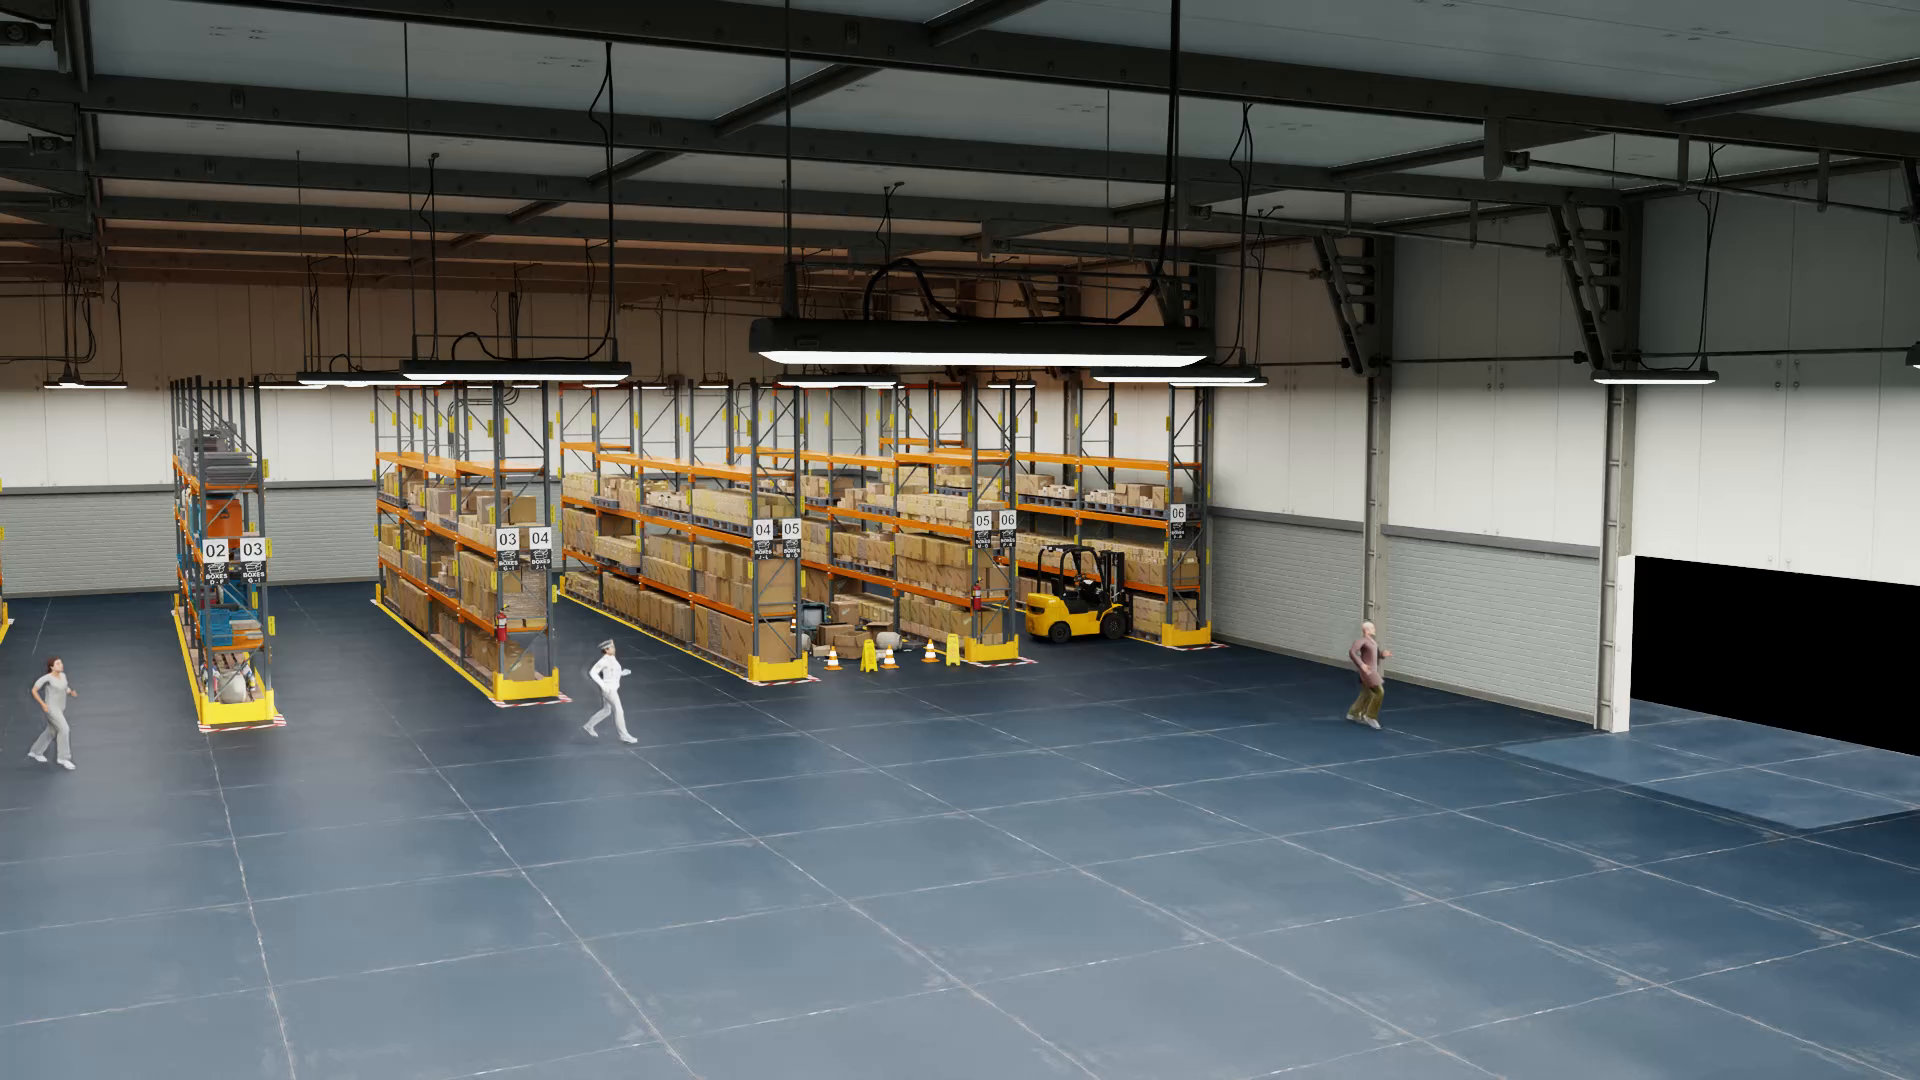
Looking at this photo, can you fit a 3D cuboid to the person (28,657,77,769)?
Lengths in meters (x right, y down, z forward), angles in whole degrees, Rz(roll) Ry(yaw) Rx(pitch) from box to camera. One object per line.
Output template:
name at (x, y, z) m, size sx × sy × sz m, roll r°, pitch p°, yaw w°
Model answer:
person at (-13.887, 2.628, 25.430) m, size 0.799 × 1.713 × 0.562 m, roll 0°, pitch 5°, yaw 3°

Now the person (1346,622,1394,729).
person at (7.014, 2.363, 28.443) m, size 0.753 × 1.747 × 0.685 m, roll 2°, pitch 6°, yaw 24°

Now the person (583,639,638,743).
person at (-5.714, 2.446, 27.100) m, size 0.939 × 1.683 × 0.608 m, roll 0°, pitch 5°, yaw 3°
